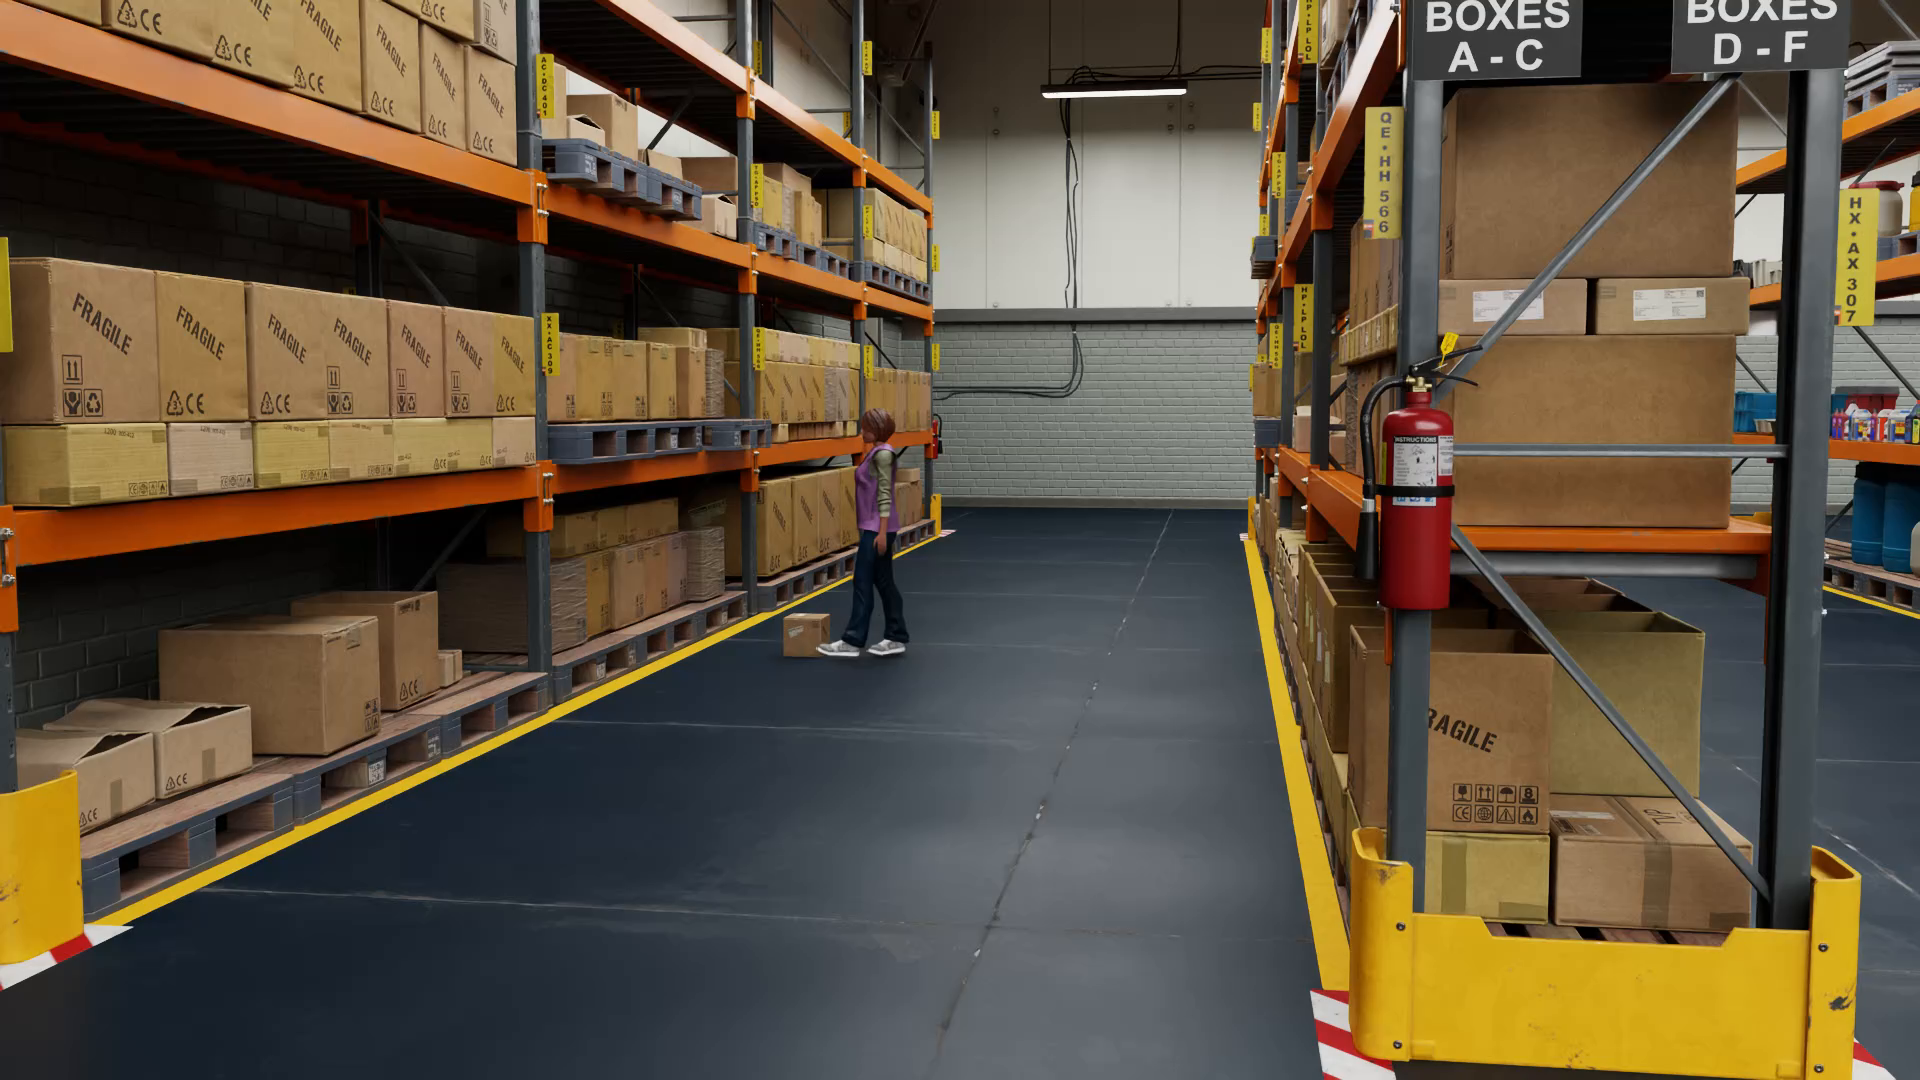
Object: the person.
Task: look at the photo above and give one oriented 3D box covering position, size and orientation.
[{"bbox_3d":[-0.617,-0.048,10.655,0.597,1.593,0.430,0,5,-5],"label":"person"}]
